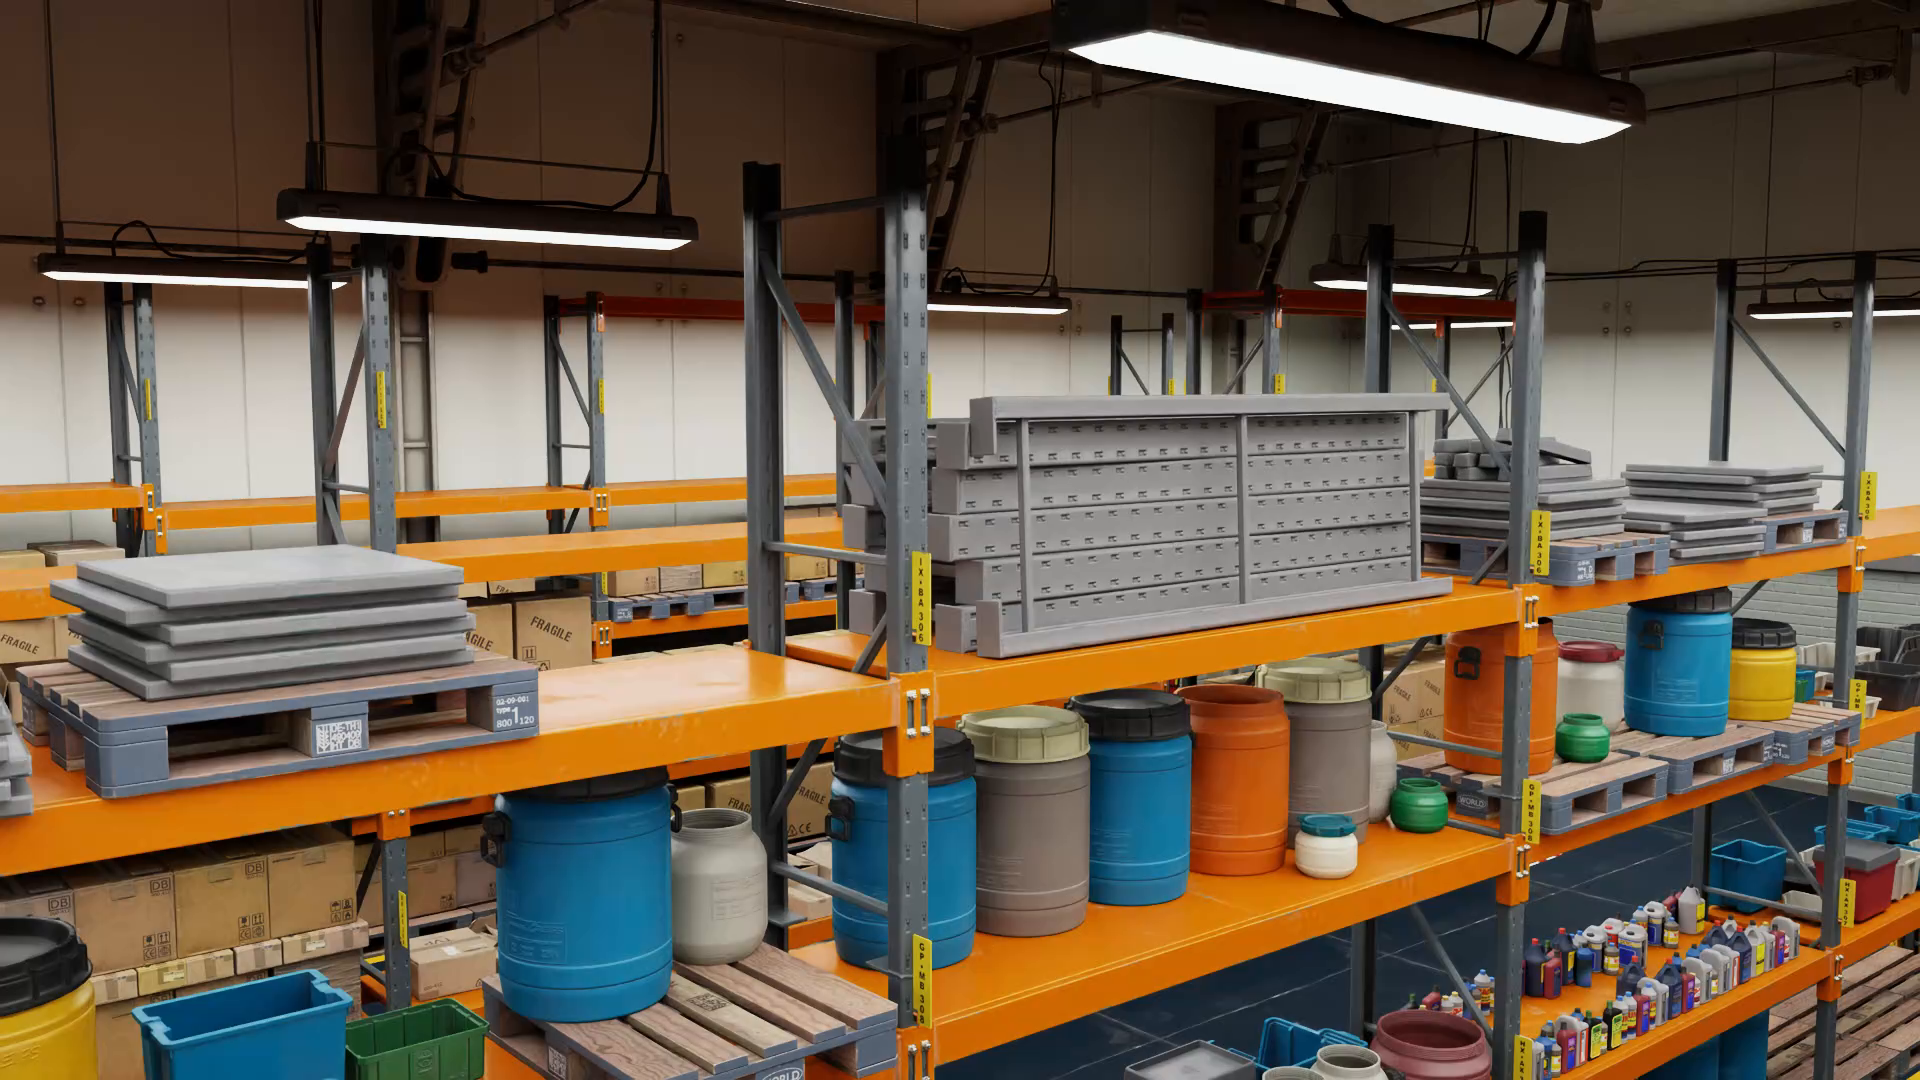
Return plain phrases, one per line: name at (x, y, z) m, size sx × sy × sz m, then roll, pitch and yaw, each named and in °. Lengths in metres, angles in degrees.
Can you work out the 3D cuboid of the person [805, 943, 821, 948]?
person at (-0.877, 3.343, 10.460) m, size 1.002 × 1.635 × 0.523 m, roll 0°, pitch 6°, yaw -2°
